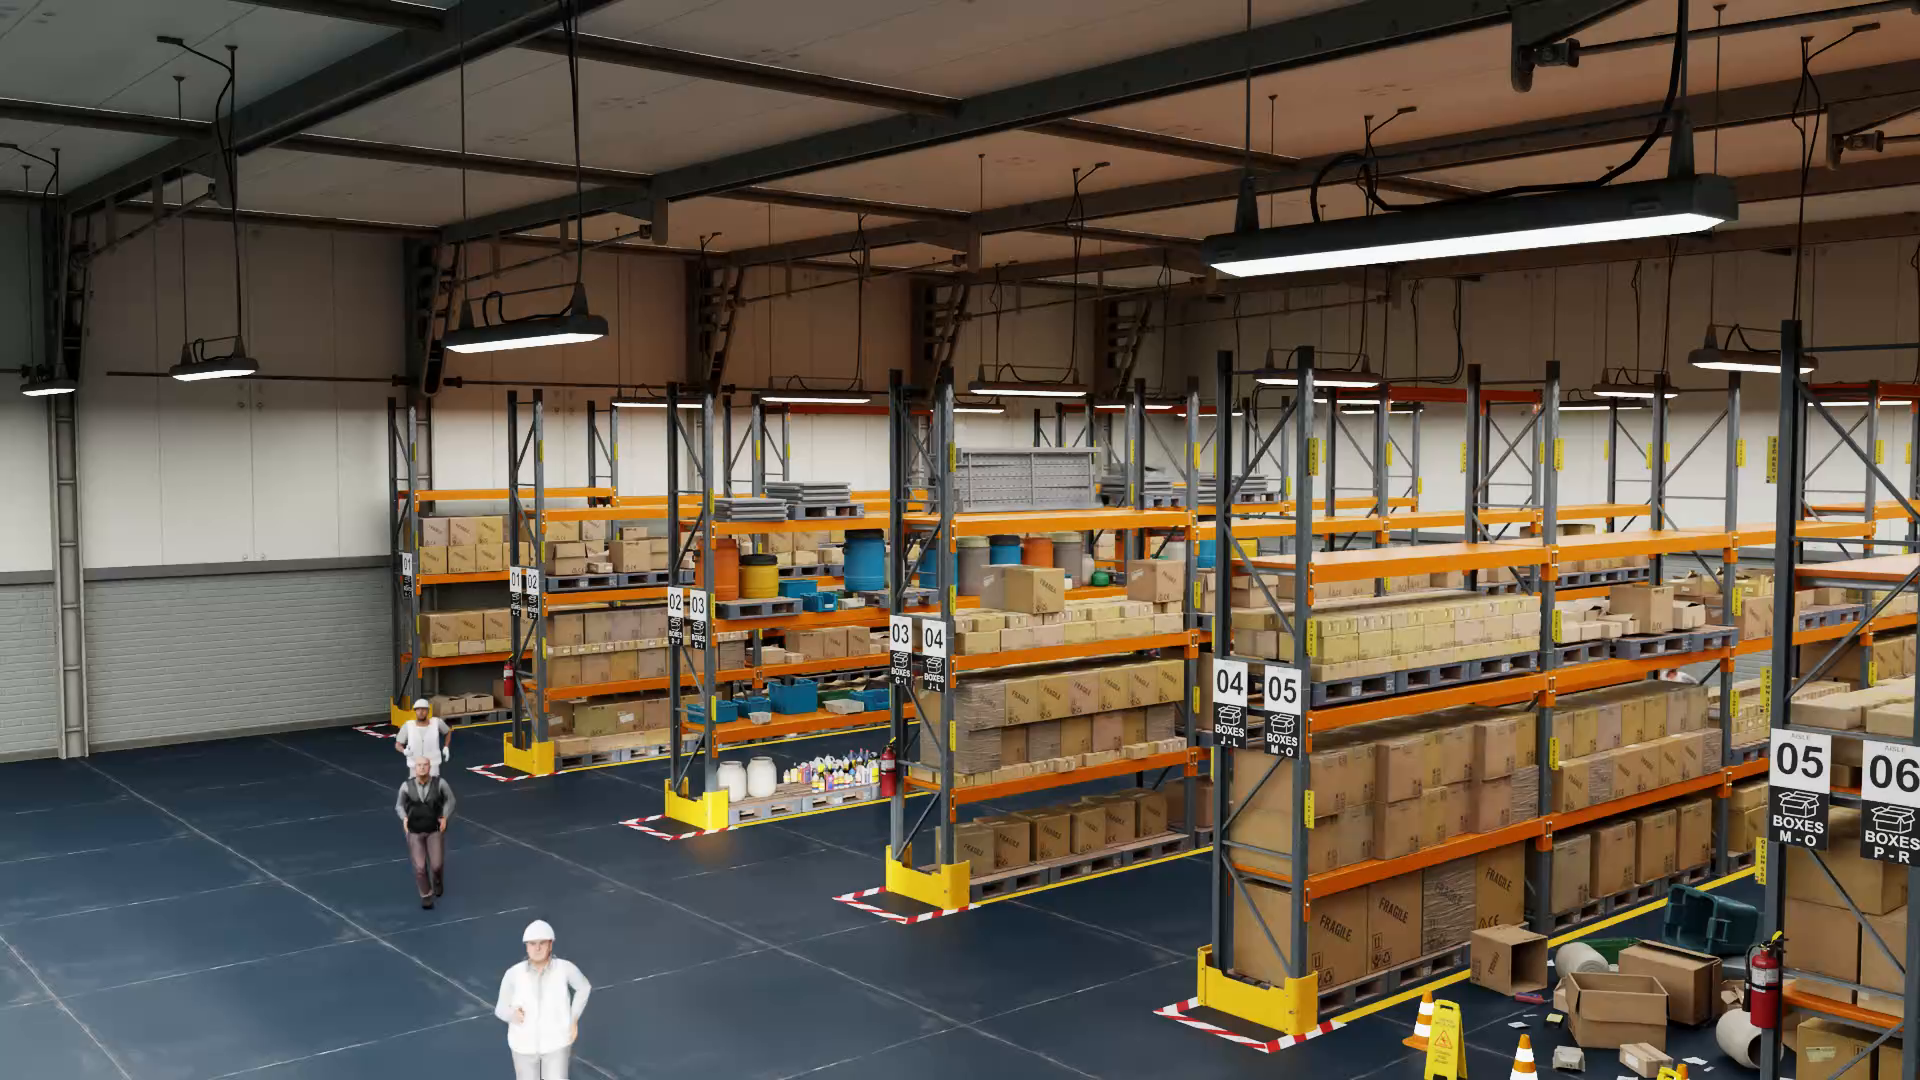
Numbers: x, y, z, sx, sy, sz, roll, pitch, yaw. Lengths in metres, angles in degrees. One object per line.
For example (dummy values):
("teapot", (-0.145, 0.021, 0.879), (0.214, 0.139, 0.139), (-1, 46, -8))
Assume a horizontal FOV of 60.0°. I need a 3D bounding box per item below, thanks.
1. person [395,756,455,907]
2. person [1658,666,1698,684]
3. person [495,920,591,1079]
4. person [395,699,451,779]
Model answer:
("person", (-5.946, 3.242, 18.488), (0.638, 1.675, 0.576), (-1, 3, -14))
("person", (11.330, 2.727, 26.473), (0.729, 1.789, 0.652), (-3, 4, -38))
("person", (-2.948, 3.597, 11.730), (0.634, 1.814, 0.710), (0, 3, -6))
("person", (-7.063, 2.985, 21.881), (0.690, 1.801, 0.976), (-1, 3, -13))
